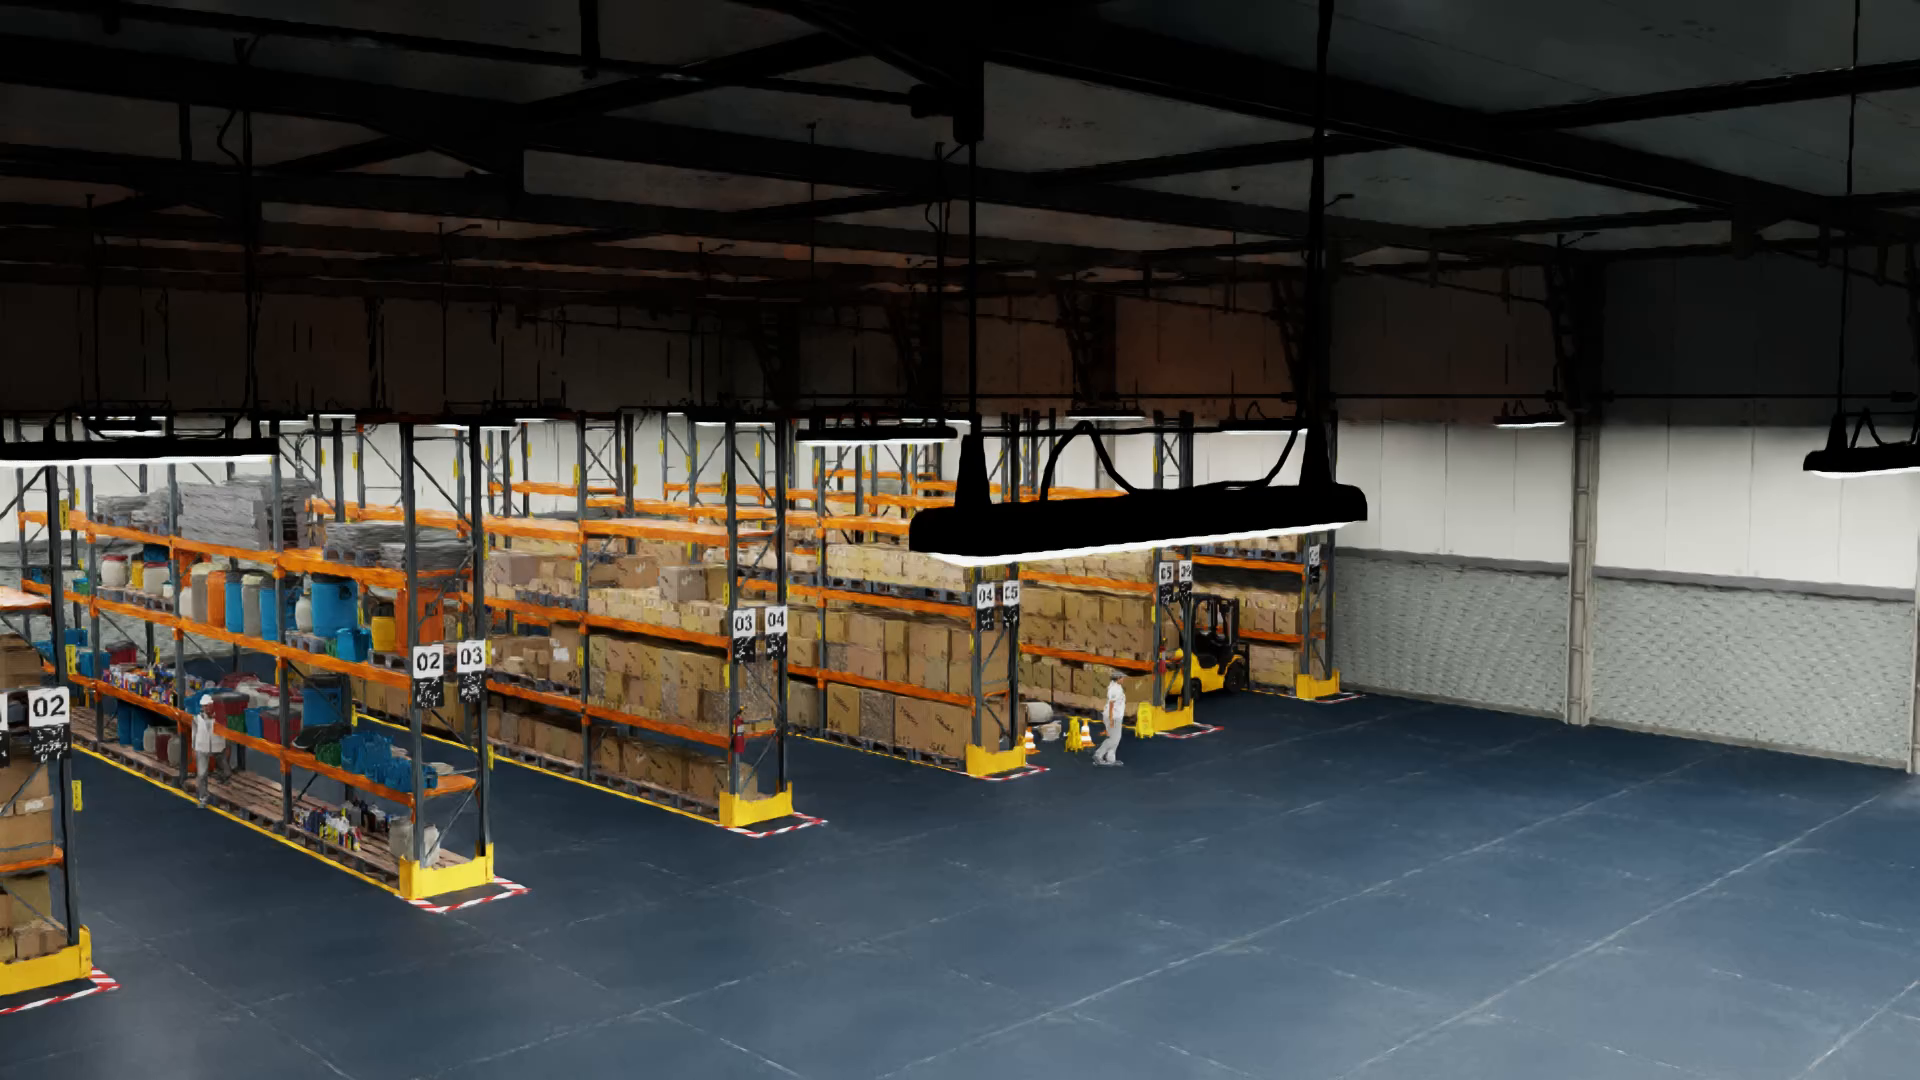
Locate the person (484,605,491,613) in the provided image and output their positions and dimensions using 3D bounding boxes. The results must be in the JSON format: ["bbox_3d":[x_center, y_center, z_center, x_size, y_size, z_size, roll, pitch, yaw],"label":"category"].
[{"bbox_3d":[-11.616,1.955,40.920,0.558,1.636,0.700,-1,5,-7],"label":"person"}]

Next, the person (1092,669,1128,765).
[{"bbox_3d":[2.571,3.041,28.488,0.588,1.652,0.547,1,5,7],"label":"person"}]

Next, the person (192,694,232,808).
[{"bbox_3d":[-11.608,3.231,25.796,0.570,1.733,0.964,-2,5,-24],"label":"person"}]
